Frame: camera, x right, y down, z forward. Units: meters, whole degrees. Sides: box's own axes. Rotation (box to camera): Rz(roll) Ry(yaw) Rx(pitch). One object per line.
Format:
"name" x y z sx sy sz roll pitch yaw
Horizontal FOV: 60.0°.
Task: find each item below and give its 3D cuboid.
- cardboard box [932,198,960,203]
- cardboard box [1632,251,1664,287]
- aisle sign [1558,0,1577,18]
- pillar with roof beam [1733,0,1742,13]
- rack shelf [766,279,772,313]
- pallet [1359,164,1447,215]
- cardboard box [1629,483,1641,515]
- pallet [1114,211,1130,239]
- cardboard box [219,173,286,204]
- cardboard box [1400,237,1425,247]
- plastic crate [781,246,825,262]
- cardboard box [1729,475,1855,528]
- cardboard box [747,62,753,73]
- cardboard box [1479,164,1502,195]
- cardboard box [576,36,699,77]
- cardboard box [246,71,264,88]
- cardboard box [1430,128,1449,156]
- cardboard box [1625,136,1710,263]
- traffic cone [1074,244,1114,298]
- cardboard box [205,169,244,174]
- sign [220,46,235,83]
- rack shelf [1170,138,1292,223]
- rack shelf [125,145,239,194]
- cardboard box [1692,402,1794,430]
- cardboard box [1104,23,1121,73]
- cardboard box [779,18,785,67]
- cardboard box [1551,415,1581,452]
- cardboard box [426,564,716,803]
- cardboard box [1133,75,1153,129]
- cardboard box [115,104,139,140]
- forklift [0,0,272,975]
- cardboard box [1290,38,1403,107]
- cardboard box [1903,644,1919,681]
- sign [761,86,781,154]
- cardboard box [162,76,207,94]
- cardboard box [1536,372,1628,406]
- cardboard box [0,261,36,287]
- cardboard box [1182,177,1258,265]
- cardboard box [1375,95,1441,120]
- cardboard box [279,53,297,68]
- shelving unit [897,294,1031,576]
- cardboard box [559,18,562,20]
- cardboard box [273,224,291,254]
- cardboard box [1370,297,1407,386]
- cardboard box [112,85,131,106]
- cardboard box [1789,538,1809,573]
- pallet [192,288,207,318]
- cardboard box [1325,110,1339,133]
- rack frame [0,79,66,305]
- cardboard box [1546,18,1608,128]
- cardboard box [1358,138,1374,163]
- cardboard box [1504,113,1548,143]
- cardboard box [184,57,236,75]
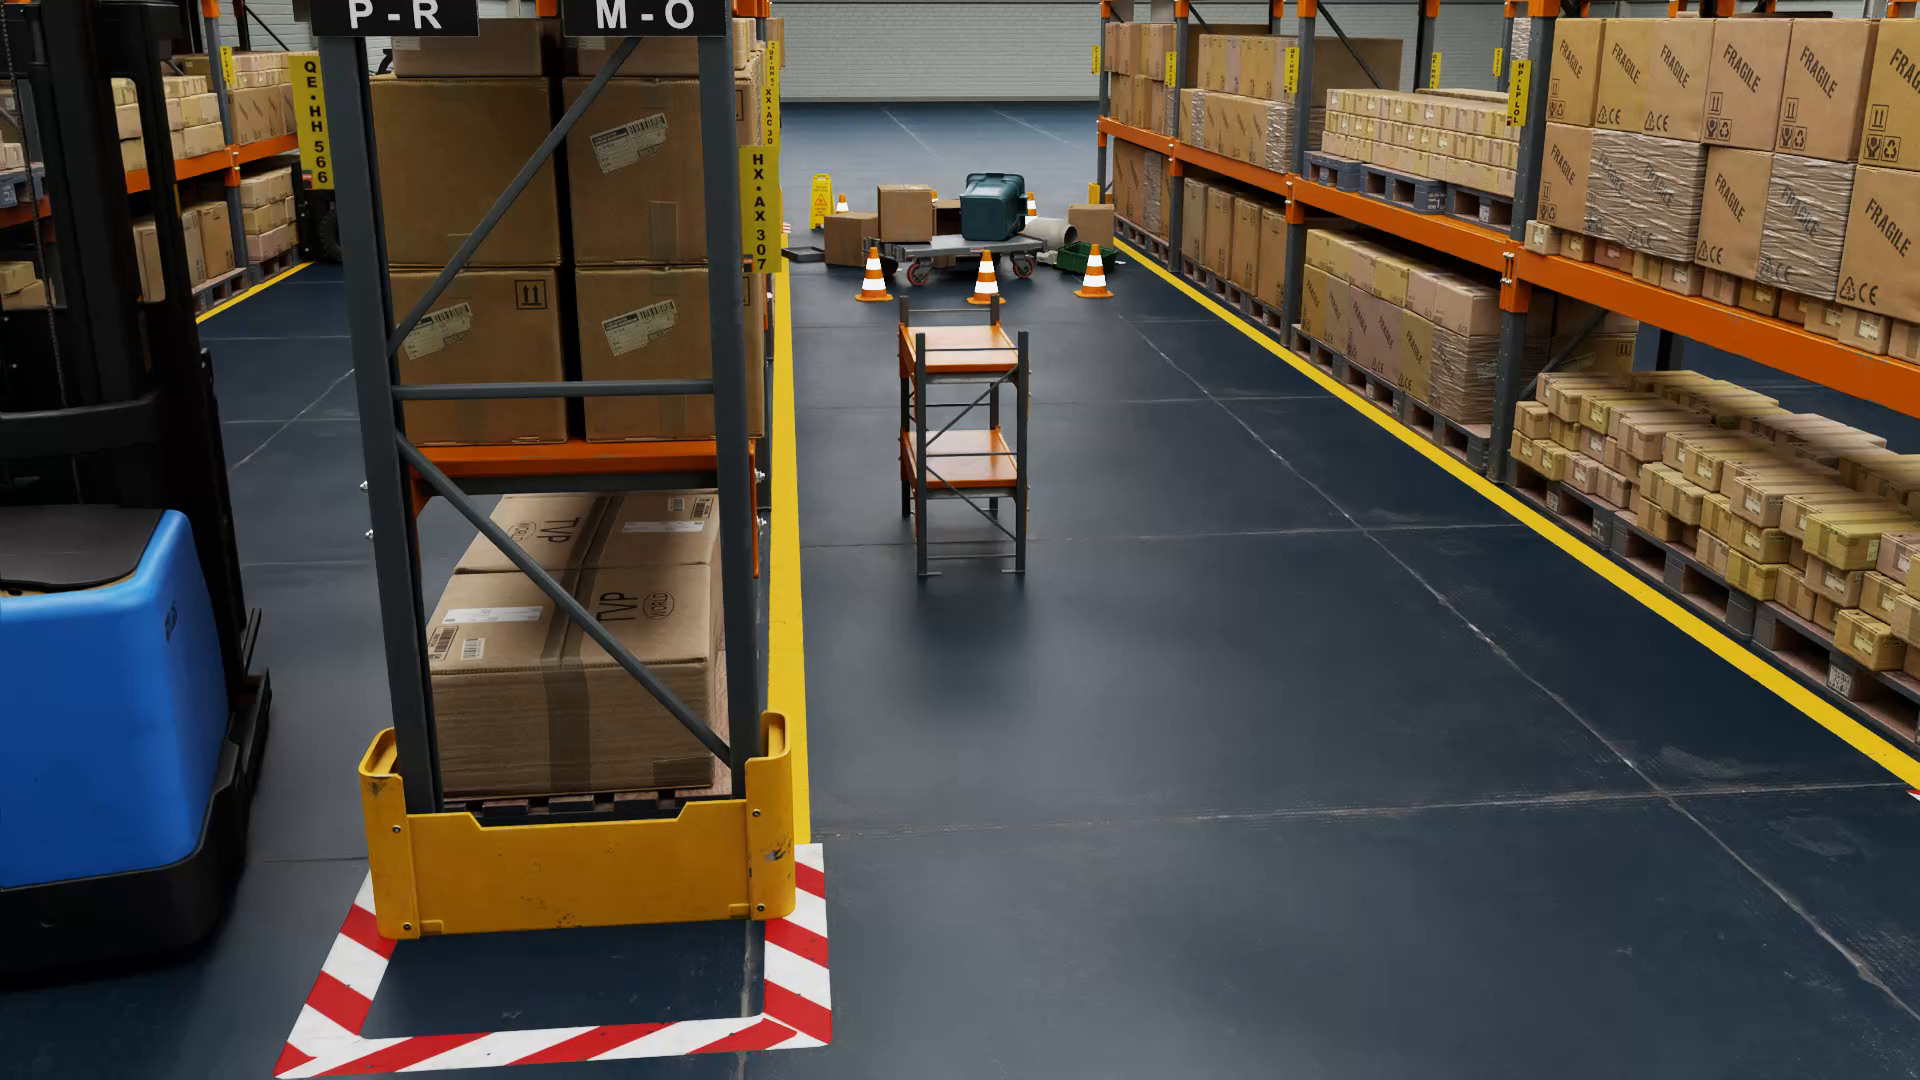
"cardboard box" -0.022 -3.523 18.559 0.637 0.503 0.797 16 24 42
"cardboard box" 3.297 -1.242 7.544 0.380 0.149 0.250 -1 17 -5
"aisle sign" 7.428 -6.733 20.277 0.394 0.787 0.004 -2 18 -6
"pillar with roof beam" 16.092 -15.622 42.915 9.100 9.000 0.400 -2 18 -6
"rack shelf" -1.690 -1.837 10.220 1.077 0.370 4.000 -2 18 -6
"pallet" 3.262 -2.279 10.748 1.003 0.211 1.213 -2 18 -6
"cardboard box" 3.391 -0.184 7.813 0.380 0.149 0.250 -3 18 -8
"pallet" 2.352 -3.776 19.852 1.003 0.211 1.213 -2 18 -6
"cardboard box" -7.026 -3.485 16.490 0.500 0.250 0.500 -2 18 -6
"cardboard box" 3.411 -1.978 11.691 0.500 0.250 0.500 -2 17 -5
"plastic crate" -1.655 -3.068 17.814 0.402 0.080 0.583 -8 19 -25
"cardboard box" 3.367 -0.156 6.733 0.380 0.149 0.250 -1 17 -4
"cardboard box" -0.958 -1.376 5.715 0.500 0.500 0.500 -2 18 -6
"cardboard box" 3.164 -2.037 9.376 0.380 0.149 0.250 -2 18 -5
"cardboard box" -0.832 -1.341 4.521 0.380 0.149 0.250 -1 17 -4
"cardboard box" -7.051 -4.503 16.262 0.380 0.149 0.250 -1 17 -4
"cardboard box" 3.083 -2.413 10.078 0.380 0.149 0.250 -3 18 -8
"cardboard box" 3.304 -1.503 7.293 0.500 0.500 0.500 -2 18 -7
"traffic cone" 1.241 -2.494 15.348 0.336 0.463 0.334 -2 18 -6
"cardboard box" -7.595 -3.621 16.922 0.500 0.250 0.500 -2 18 -5
"sign" -6.707 -4.347 15.216 0.100 0.325 0.005 -2 18 -6
"rack shelf" 2.811 -3.211 14.599 1.077 0.370 4.000 -2 18 -6
"rack shelf" -7.039 -2.874 13.524 1.077 0.370 4.000 -2 18 -6
"cardboard box" 3.773 -0.564 8.032 0.380 0.149 0.250 -1 17 -4
"cardboard box" 2.192 -5.817 19.645 0.875 0.550 0.550 -2 18 -6
"cardboard box" -2.252 -5.381 17.975 0.700 0.500 0.500 -2 18 -6
"cardboard box" 3.264 -0.559 8.510 0.380 0.149 0.250 -2 18 -5
"cardboard box" -1.239 0.436 5.356 0.875 0.438 0.875 -2 18 -8
"cardboard box" 2.382 -4.814 18.253 0.875 0.550 0.500 -2 18 -6
"cardboard box" -6.722 -3.234 12.885 0.500 0.250 0.500 -2 18 -7
"forklift" -2.980 -0.627 5.280 1.130 2.935 3.031 -6 18 -17
"cardboard box" 2.981 -3.618 12.856 0.700 0.500 0.500 -2 18 -6
"cardboard box" 3.580 0.434 5.845 0.380 0.149 0.250 -1 17 -5
"sign" -0.932 -2.052 8.129 0.100 0.325 0.005 -2 18 -6
"cardboard box" -6.990 -4.075 14.900 0.380 0.149 0.250 -1 17 -4
"cardboard box" 3.259 -0.782 8.725 0.380 0.149 0.250 -1 17 -3
"cardboard box" -6.530 -1.799 11.289 0.380 0.149 0.250 -3 18 -8
"cardboard box" 2.758 -3.095 16.083 1.050 0.750 0.750 -2 18 -6
"cardboard box" 2.980 -2.867 11.026 0.380 0.149 0.250 -1 17 -3
"cardboard box" -7.180 -5.026 17.433 0.380 0.149 0.250 -1 17 -5
"shelving unit" 0.001 -0.535 8.002 0.538 1.125 1.048 -2 18 -6
"cardboard box" -1.409 -1.633 5.451 0.380 0.149 0.250 -2 18 -6
"cardboard box" -7.034 -3.007 16.636 0.500 0.250 0.500 -2 18 -7
"cardboard box" 3.001 -1.293 10.761 0.500 0.500 0.500 -2 18 -7
"cardboard box" -6.717 -3.467 12.962 0.380 0.149 0.250 -1 17 -4
"cardboard box" 3.523 0.056 6.552 0.380 0.149 0.250 -2 18 -6
"pallet" -7.002 -1.900 13.876 1.003 0.211 1.213 -2 18 -6
"cardboard box" 2.867 -3.031 12.045 0.380 0.149 0.250 -1 17 -3
"rack frame" -6.833 -2.621 11.519 1.000 3.000 0.127 -2 18 -6
"cardboard box" 3.234 -2.292 8.136 0.500 0.500 0.500 -1 17 -4
"cardboard box" 2.948 -2.659 11.357 0.380 0.149 0.250 -1 17 -3
"cardboard box" 3.194 -2.245 9.045 0.380 0.149 0.250 -1 17 -3
"cardboard box" -6.983 -4.416 15.490 0.380 0.149 0.250 -1 17 -5
